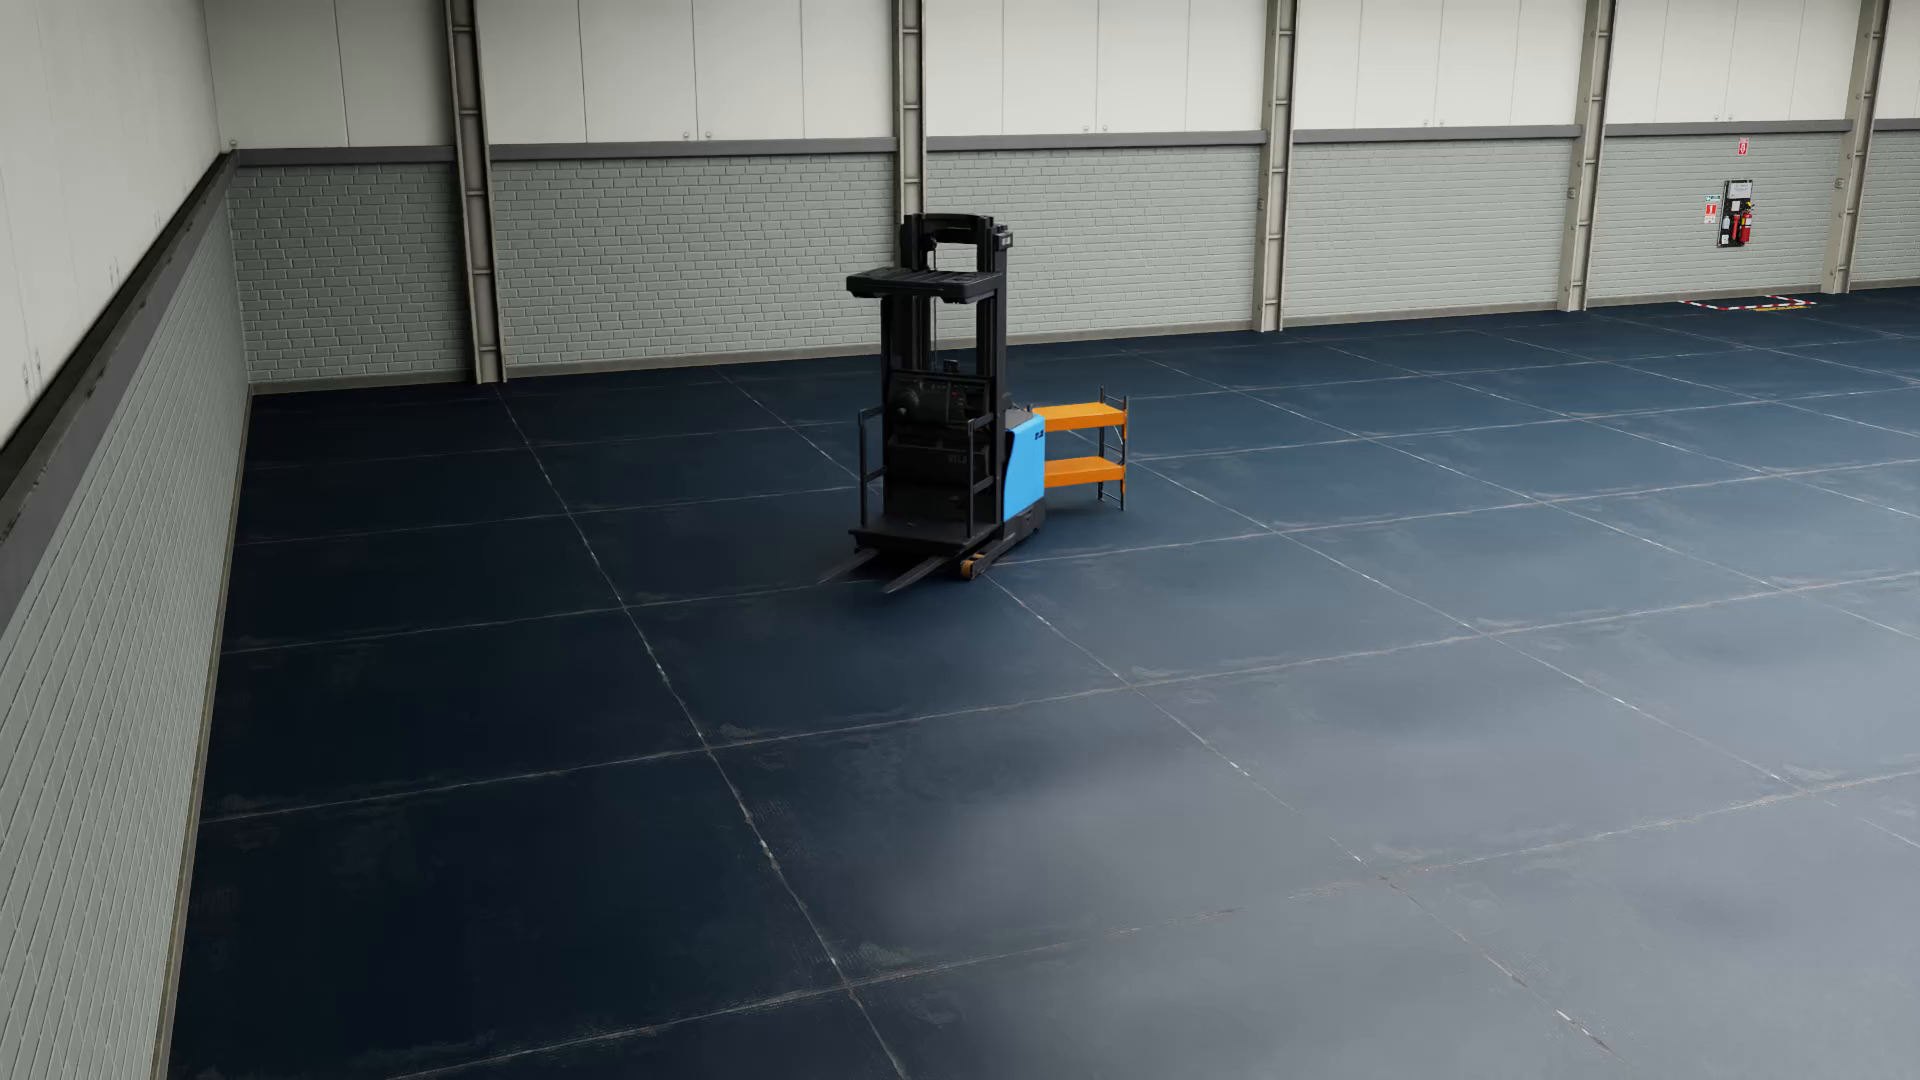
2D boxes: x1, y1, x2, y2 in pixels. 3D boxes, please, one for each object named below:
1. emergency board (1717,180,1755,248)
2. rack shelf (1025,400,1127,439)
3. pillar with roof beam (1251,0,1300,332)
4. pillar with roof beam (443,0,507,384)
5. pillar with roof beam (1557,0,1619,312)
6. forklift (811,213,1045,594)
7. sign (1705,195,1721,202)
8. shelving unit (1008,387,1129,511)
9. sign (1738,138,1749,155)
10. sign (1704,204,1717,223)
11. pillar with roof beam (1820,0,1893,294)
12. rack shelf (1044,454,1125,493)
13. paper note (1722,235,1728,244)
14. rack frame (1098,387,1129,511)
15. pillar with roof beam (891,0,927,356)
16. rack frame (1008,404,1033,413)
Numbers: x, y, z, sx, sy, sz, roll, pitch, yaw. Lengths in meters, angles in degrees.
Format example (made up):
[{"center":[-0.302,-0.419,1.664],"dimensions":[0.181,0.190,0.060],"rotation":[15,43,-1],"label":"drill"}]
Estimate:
[{"center":[13.772,-5.760,29.387],"dimensions":[0.643,1.169,0.194],"rotation":[-6,17,-20],"label":"emergency board"},{"center":[1.021,-1.111,15.846],"dimensions":[1.000,0.278,0.538],"rotation":[-7,18,-23],"label":"rack shelf"},{"center":[6.429,-6.535,21.379],"dimensions":[0.400,9.000,9.100],"rotation":[-6,17,-20],"label":"pillar with roof beam"},{"center":[-4.777,-5.325,17.260],"dimensions":[0.400,9.000,9.100],"rotation":[-6,17,-20],"label":"pillar with roof beam"},{"center":[12.031,-7.139,23.439],"dimensions":[0.400,9.000,9.100],"rotation":[-6,17,-20],"label":"pillar with roof beam"},{"center":[-0.264,-1.208,14.011],"dimensions":[1.130,2.935,3.031],"rotation":[7,18,23],"label":"forklift"},{"center":[13.227,-6.000,29.204],"dimensions":[0.331,0.109,0.001],"rotation":[-6,17,-20],"label":"sign"},{"center":[1.021,-0.830,15.928],"dimensions":[1.048,1.125,0.538],"rotation":[-7,18,-23],"label":"shelving unit"},{"center":[13.729,-6.897,29.147],"dimensions":[0.199,0.298,0.001],"rotation":[-6,17,-20],"label":"sign"},{"center":[13.219,-5.748,29.285],"dimensions":[0.234,0.329,0.001],"rotation":[-6,17,-20],"label":"sign"},{"center":[17.634,-7.744,25.499],"dimensions":[0.400,9.000,9.100],"rotation":[-6,17,-20],"label":"pillar with roof beam"},{"center":[1.021,-0.595,15.997],"dimensions":[1.000,0.278,0.538],"rotation":[-7,18,-23],"label":"rack shelf"},{"center":[13.582,-5.337,29.513],"dimensions":[0.142,0.148,0.016],"rotation":[-6,17,-20],"label":"paper note"},{"center":[1.486,-0.888,16.125],"dimensions":[0.032,1.125,0.500],"rotation":[-7,18,-23],"label":"rack frame"},{"center":[0.826,-5.930,19.320],"dimensions":[0.400,9.000,9.100],"rotation":[-6,17,-20],"label":"pillar with roof beam"},{"center":[0.556,-0.772,15.731],"dimensions":[0.032,1.125,0.500],"rotation":[-7,18,-23],"label":"rack frame"}]
